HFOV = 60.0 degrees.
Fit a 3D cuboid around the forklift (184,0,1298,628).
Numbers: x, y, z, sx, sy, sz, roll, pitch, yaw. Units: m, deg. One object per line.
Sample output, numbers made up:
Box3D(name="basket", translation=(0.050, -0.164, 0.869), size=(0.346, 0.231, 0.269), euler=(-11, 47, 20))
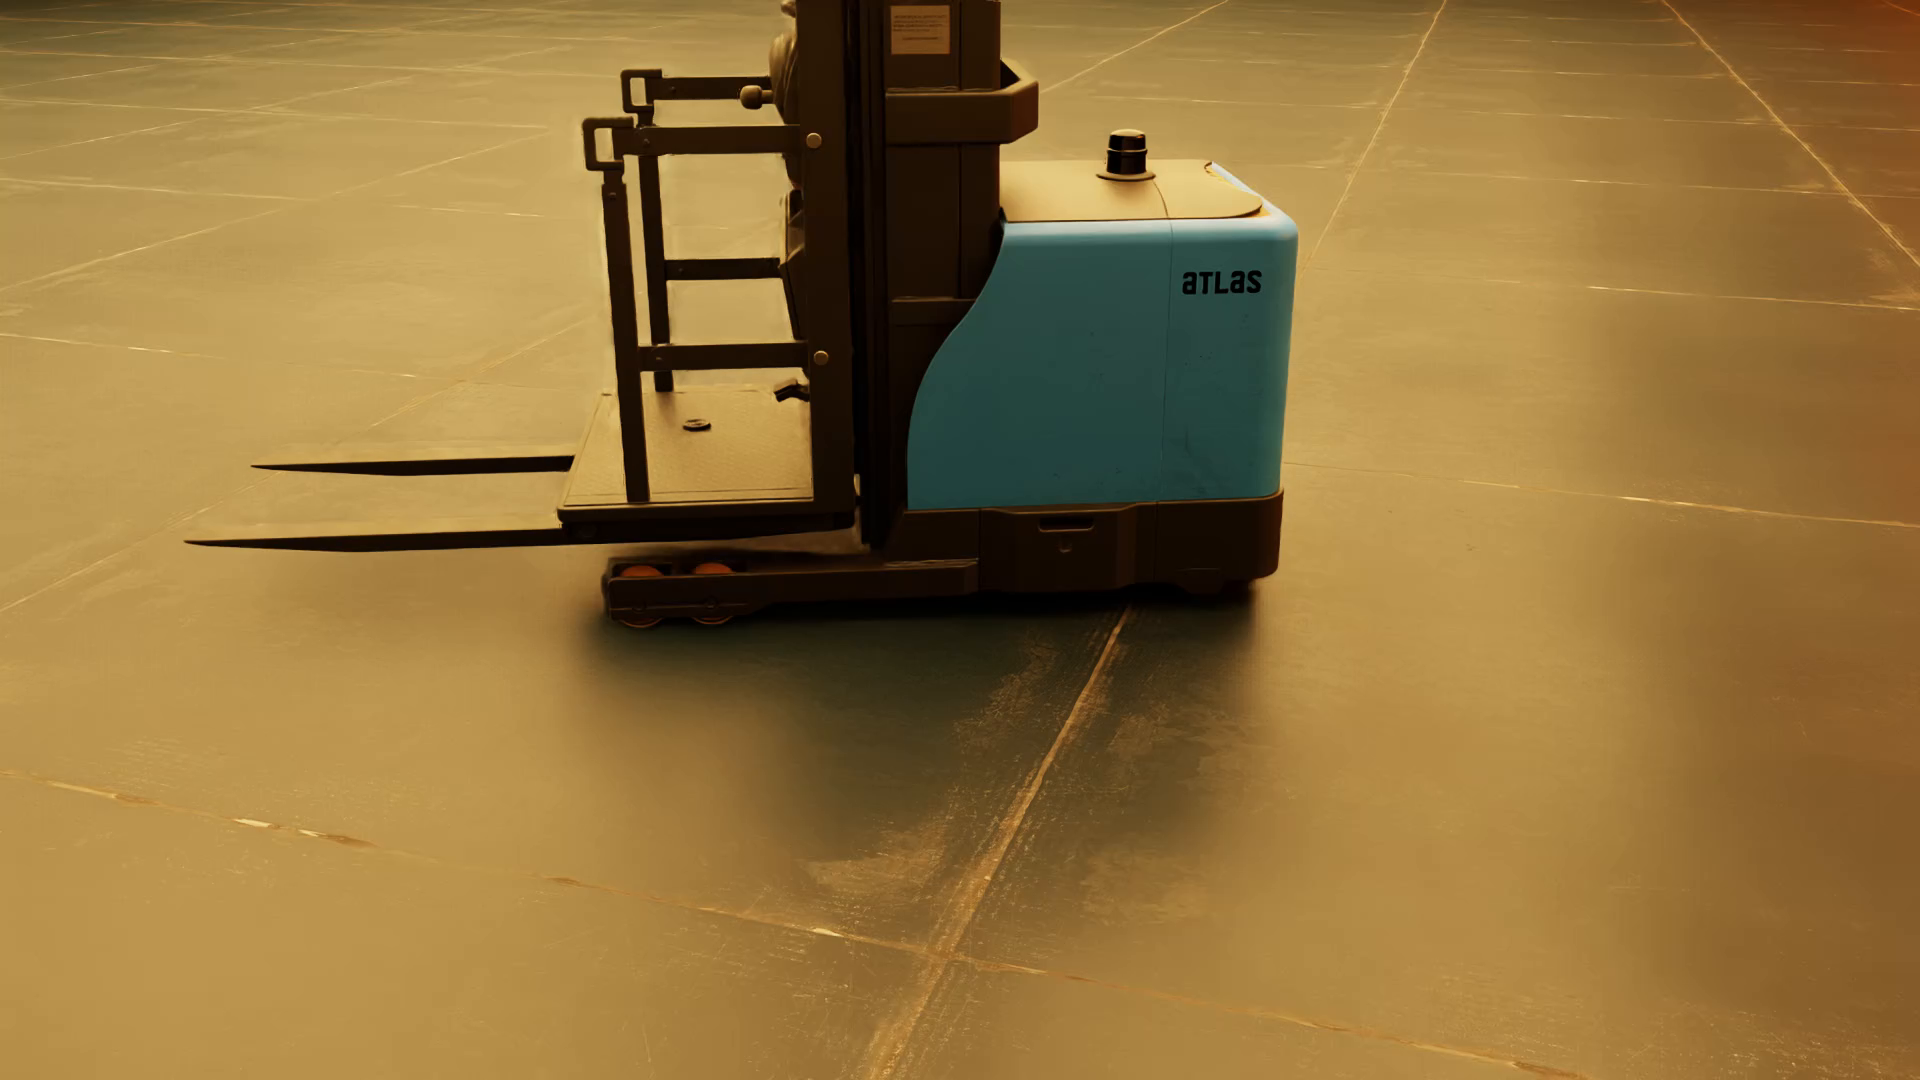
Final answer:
Box3D(name="forklift", translation=(-0.641, -1.326, 4.492), size=(3.031, 2.935, 1.130), euler=(-2, 23, -5))
